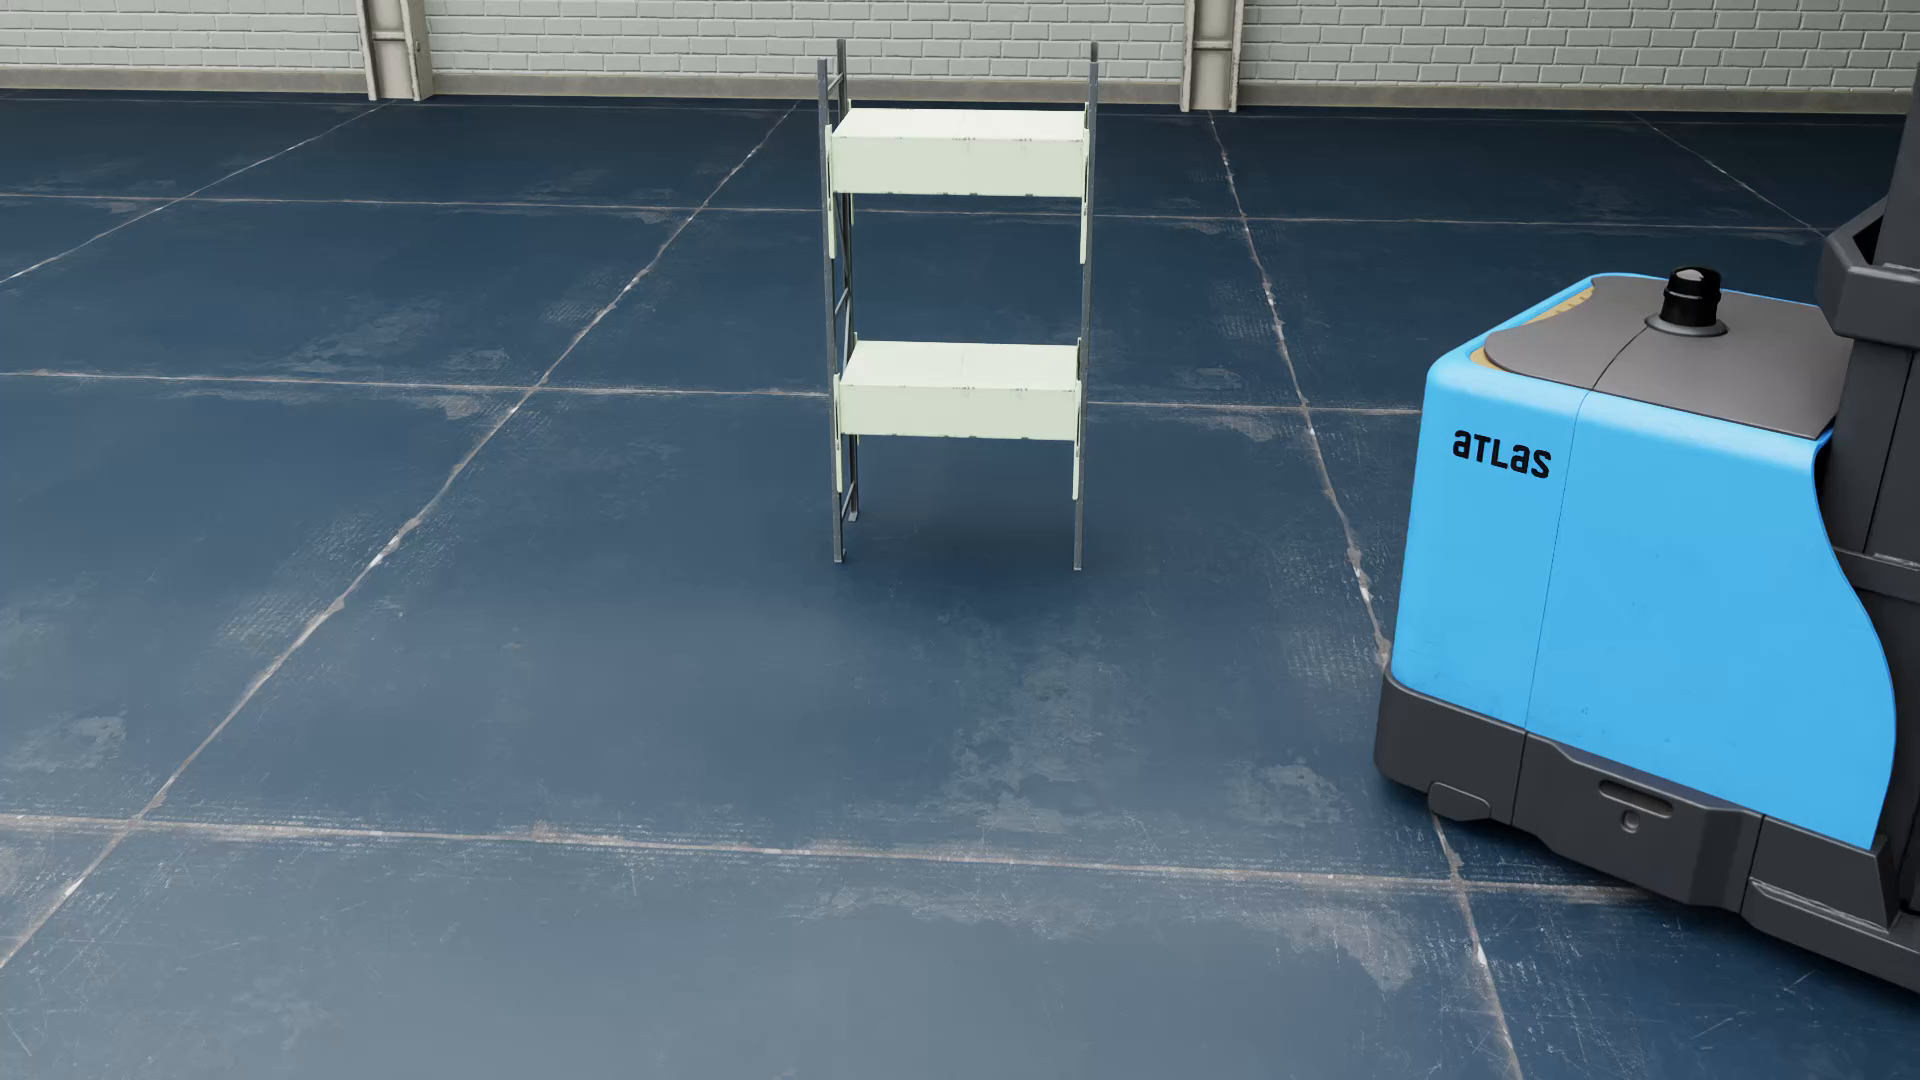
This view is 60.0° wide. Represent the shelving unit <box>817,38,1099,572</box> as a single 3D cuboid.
[{"bbox_3d":[0.007,-0.681,4.936,0.755,1.500,0.431,2,25,4],"label":"shelving unit"}]

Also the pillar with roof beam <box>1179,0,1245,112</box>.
[{"bbox_3d":[1.468,-5.430,6.285,0.400,9.000,9.100,2,25,4],"label":"pillar with roof beam"}]

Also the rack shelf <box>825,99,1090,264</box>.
[{"bbox_3d":[0.007,-1.036,4.773,0.720,0.370,0.431,2,25,4],"label":"rack shelf"}]

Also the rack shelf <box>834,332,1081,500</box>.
[{"bbox_3d":[0.007,-0.385,5.072,0.720,0.370,0.431,2,25,4],"label":"rack shelf"}]

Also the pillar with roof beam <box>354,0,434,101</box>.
[{"bbox_3d":[-4.514,-5.622,6.702,0.400,9.000,9.100,2,25,4],"label":"pillar with roof beam"}]

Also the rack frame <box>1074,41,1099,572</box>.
[{"bbox_3d":[0.372,-0.669,4.911,0.023,1.500,0.400,2,25,4],"label":"rack frame"}]

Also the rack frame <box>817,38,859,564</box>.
[{"bbox_3d":[-0.358,-0.693,4.961,0.023,1.500,0.400,2,25,4],"label":"rack frame"}]

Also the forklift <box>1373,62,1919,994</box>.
[{"bbox_3d":[2.429,-0.490,2.808,3.031,2.935,1.130,20,31,36],"label":"forklift"}]
